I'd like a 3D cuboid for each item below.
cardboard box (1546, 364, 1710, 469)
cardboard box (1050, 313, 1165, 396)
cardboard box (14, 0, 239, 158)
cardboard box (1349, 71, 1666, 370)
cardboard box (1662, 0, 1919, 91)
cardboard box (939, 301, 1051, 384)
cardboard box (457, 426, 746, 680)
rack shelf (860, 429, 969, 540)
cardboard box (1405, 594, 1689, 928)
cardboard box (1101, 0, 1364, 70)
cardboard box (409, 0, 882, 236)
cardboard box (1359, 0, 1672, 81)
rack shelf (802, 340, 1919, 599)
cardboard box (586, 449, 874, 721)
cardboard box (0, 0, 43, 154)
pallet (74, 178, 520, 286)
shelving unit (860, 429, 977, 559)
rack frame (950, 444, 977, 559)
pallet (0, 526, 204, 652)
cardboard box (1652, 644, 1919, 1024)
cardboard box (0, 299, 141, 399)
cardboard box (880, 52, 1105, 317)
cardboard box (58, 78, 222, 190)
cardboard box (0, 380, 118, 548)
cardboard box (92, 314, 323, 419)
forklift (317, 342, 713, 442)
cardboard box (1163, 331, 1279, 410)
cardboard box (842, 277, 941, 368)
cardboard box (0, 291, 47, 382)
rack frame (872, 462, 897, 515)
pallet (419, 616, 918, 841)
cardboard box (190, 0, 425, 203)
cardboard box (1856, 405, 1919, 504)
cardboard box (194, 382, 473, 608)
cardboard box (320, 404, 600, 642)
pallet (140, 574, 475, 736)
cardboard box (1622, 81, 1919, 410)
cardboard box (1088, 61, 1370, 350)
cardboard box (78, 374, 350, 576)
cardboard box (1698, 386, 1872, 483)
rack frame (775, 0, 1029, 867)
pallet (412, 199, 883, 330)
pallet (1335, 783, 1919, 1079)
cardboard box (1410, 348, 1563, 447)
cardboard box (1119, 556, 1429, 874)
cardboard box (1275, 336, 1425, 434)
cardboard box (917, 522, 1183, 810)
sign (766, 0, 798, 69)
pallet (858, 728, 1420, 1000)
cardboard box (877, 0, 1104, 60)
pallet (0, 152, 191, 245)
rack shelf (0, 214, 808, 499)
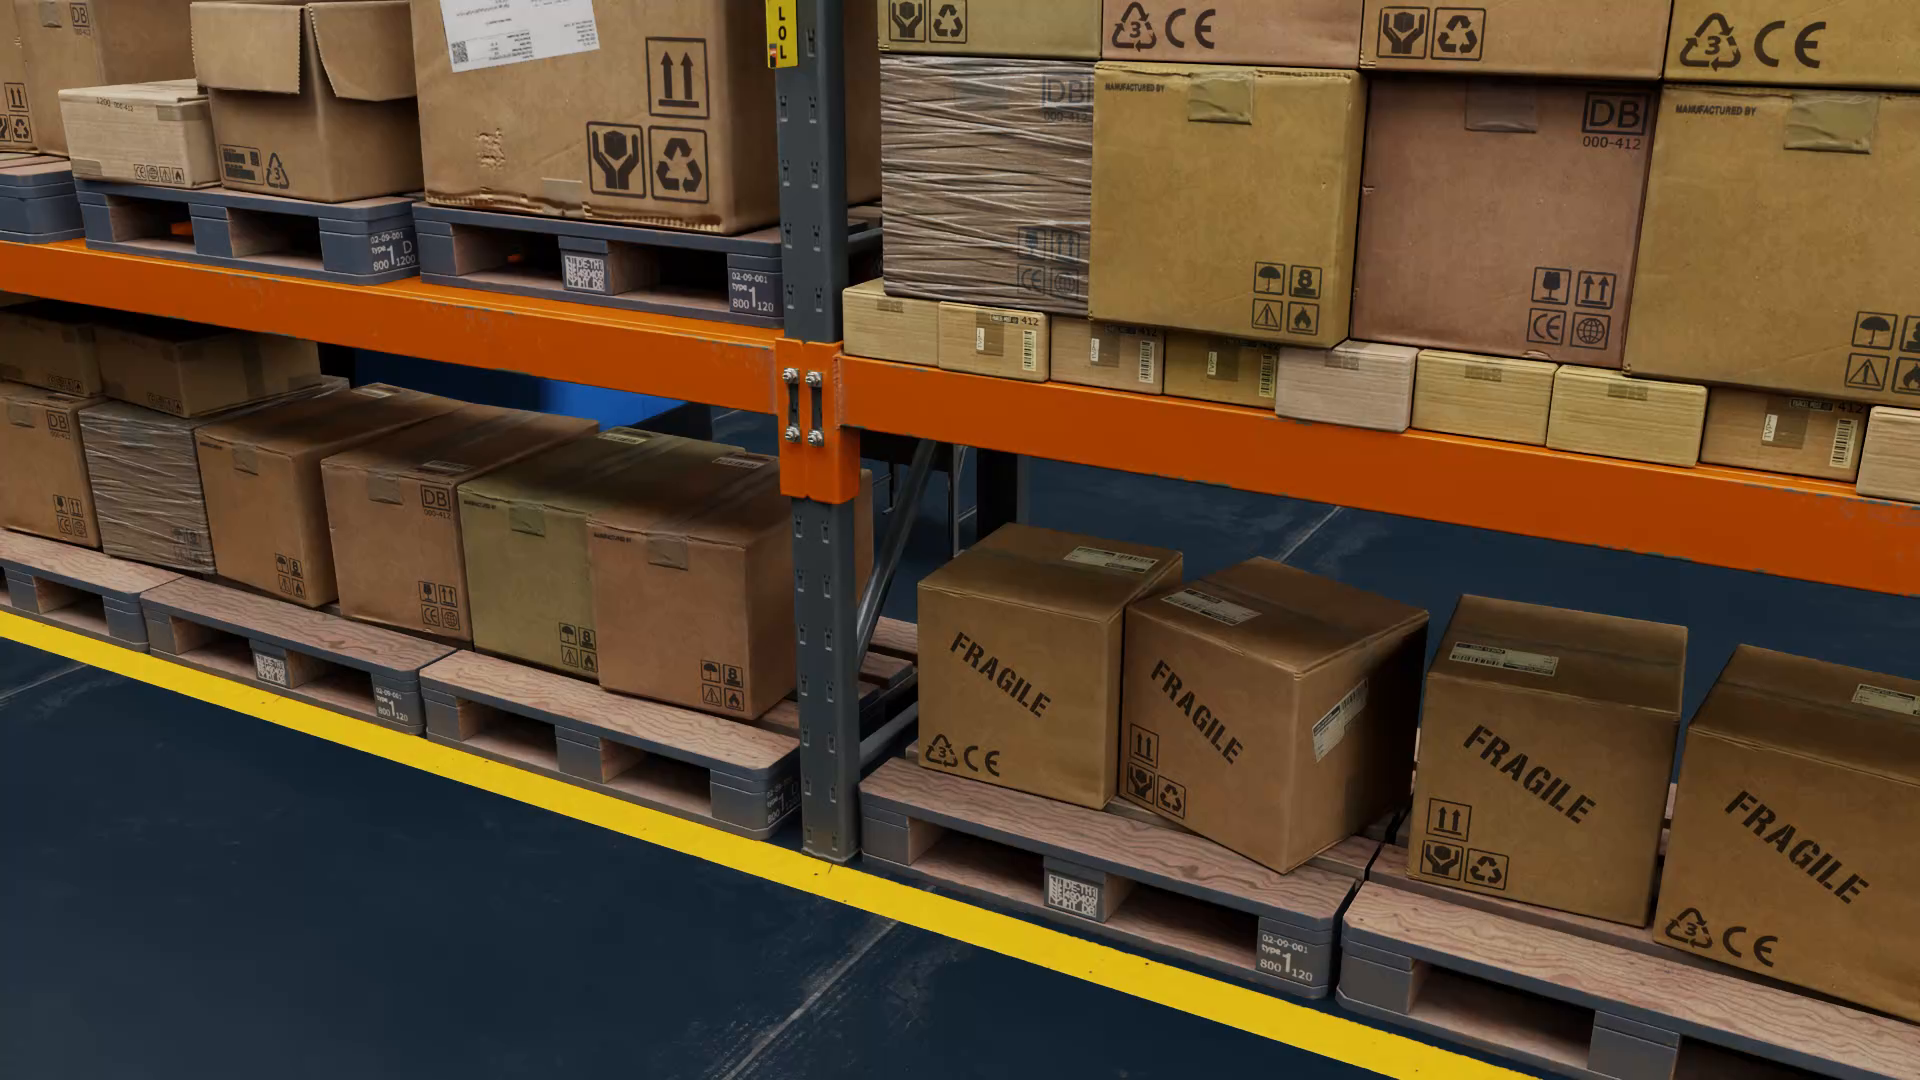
[{"bbox_3d":[1.257,-0.268,3.074,0.250,0.149,0.380,11,23,27],"label":"cardboard box"},{"bbox_3d":[0.385,-0.435,3.533,0.250,0.149,0.380,11,23,27],"label":"cardboard box"},{"bbox_3d":[-2.565,-1.526,5.410,0.500,0.500,0.700,15,25,35],"label":"cardboard box"},{"bbox_3d":[1.168,-0.704,3.324,0.500,0.500,0.875,11,23,27],"label":"cardboard box"},{"bbox_3d":[1.484,-1.018,2.722,0.500,0.500,0.500,11,23,27],"label":"cardboard box"},{"bbox_3d":[0.153,-0.468,3.625,0.250,0.149,0.380,11,23,27],"label":"cardboard box"},{"bbox_3d":[-1.033,0.018,4.938,0.500,0.500,0.700,11,22,27],"label":"cardboard box"},{"bbox_3d":[-0.145,-0.344,6.326,0.480,0.518,0.431,11,23,27],"label":"rack shelf"},{"bbox_3d":[1.314,0.472,3.715,0.500,0.500,0.500,9,22,23],"label":"cardboard box"},{"bbox_3d":[0.606,-1.181,3.172,0.500,0.500,0.500,11,23,27],"label":"cardboard box"},{"bbox_3d":[-0.725,-1.410,4.358,1.000,1.000,1.000,11,23,28],"label":"cardboard box"},{"bbox_3d":[1.043,-1.097,2.942,0.500,0.500,0.500,11,23,27],"label":"cardboard box"},{"bbox_3d":[1.646,-0.086,3.259,4.000,0.370,1.077,11,23,27],"label":"rack shelf"},{"bbox_3d":[-0.625,0.103,4.704,0.500,0.500,0.700,9,22,23],"label":"cardboard box"},{"bbox_3d":[-3.101,-1.589,5.584,0.500,0.500,0.500,8,21,21],"label":"cardboard box"},{"bbox_3d":[-1.844,-1.015,5.046,1.213,0.211,1.003,11,23,27],"label":"pallet"},{"bbox_3d":[-0.145,-1.015,6.083,0.503,2.100,0.431,11,23,27],"label":"shelving unit"},{"bbox_3d":[0.069,-0.974,5.971,0.015,2.100,0.400,11,23,27],"label":"rack frame"},{"bbox_3d":[-2.910,0.019,6.003,1.213,0.211,1.003,11,23,27],"label":"pallet"},{"bbox_3d":[1.779,0.578,3.423,0.500,0.500,0.500,13,24,32],"label":"cardboard box"},{"bbox_3d":[-2.992,-0.704,5.828,0.500,0.250,0.500,12,23,29],"label":"cardboard box"},{"bbox_3d":[0.263,-0.851,3.728,0.500,0.500,0.875,11,23,27],"label":"cardboard box"},{"bbox_3d":[-2.241,-1.202,4.884,0.500,0.250,0.500,10,22,26],"label":"cardboard box"},{"bbox_3d":[-2.997,-0.348,5.947,0.500,0.500,0.700,10,22,24],"label":"cardboard box"},{"bbox_3d":[-2.524,-0.619,5.593,0.500,0.250,0.500,14,24,33],"label":"cardboard box"},{"bbox_3d":[-2.635,-1.802,7.036,3.031,2.935,1.130,10,22,25],"label":"forklift"},{"bbox_3d":[0.608,-0.396,3.427,0.250,0.149,0.380,11,23,27],"label":"cardboard box"},{"bbox_3d":[-0.059,-0.514,3.751,0.250,0.149,0.380,11,23,27],"label":"cardboard box"},{"bbox_3d":[-4.184,-0.742,6.511,0.875,0.875,1.225,10,22,25],"label":"cardboard box"},{"bbox_3d":[-0.358,-1.055,6.195,0.015,2.100,0.400,11,23,27],"label":"rack frame"},{"bbox_3d":[-0.780,0.425,4.884,1.213,0.211,1.003,11,23,27],"label":"pallet"},{"bbox_3d":[-1.658,-1.264,4.683,0.637,0.503,0.797,13,24,33],"label":"cardboard box"},{"bbox_3d":[1.682,-0.178,2.825,0.250,0.149,0.380,11,23,27],"label":"cardboard box"},{"bbox_3d":[-2.008,-0.168,5.449,0.500,0.500,0.700,13,24,32],"label":"cardboard box"},{"bbox_3d":[-1.521,-0.075,5.194,0.500,0.500,0.700,9,22,23],"label":"cardboard box"},{"bbox_3d":[-1.849,0.222,5.443,1.213,0.211,1.003,11,23,27],"label":"pallet"},{"bbox_3d":[1.584,-0.608,3.061,0.500,0.500,0.875,11,23,27],"label":"cardboard box"},{"bbox_3d":[0.682,-0.757,3.470,0.500,0.500,0.875,11,23,27],"label":"cardboard box"},{"bbox_3d":[-2.507,-0.260,5.704,0.500,0.500,0.700,9,22,23],"label":"cardboard box"},{"bbox_3d":[1.498,-0.240,2.997,0.250,0.149,0.380,11,23,27],"label":"cardboard box"},{"bbox_3d":[-0.100,-0.757,4.053,0.127,3.000,1.000,11,23,27],"label":"rack frame"},{"bbox_3d":[-0.696,-0.837,4.556,1.213,0.211,1.003,11,23,27],"label":"pallet"},{"bbox_3d":[1.573,0.858,3.691,1.213,0.211,1.003,11,23,27],"label":"pallet"},{"bbox_3d":[1.044,-0.313,3.198,0.250,0.149,0.380,11,23,27],"label":"cardboard box"},{"bbox_3d":[0.734,0.392,3.935,0.500,0.500,0.500,-17,26,-39],"label":"cardboard box"},{"bbox_3d":[0.806,-0.342,3.278,0.250,0.149,0.380,11,23,27],"label":"cardboard box"},{"bbox_3d":[0.230,0.299,4.192,0.500,0.500,0.500,10,22,26],"label":"cardboard box"},{"bbox_3d":[-0.367,-1.135,3.399,0.005,0.325,0.100,11,23,27],"label":"sign"},{"bbox_3d":[0.504,0.655,4.250,1.213,0.211,1.003,11,23,27],"label":"pallet"},{"bbox_3d":[0.169,-1.263,3.400,0.500,0.500,0.500,11,23,27],"label":"cardboard box"},{"bbox_3d":[-2.918,-1.245,5.680,1.003,0.211,1.213,11,23,27],"label":"pallet"},{"bbox_3d":[-1.846,-0.751,5.093,4.000,0.370,1.077,11,23,27],"label":"rack shelf"}]
